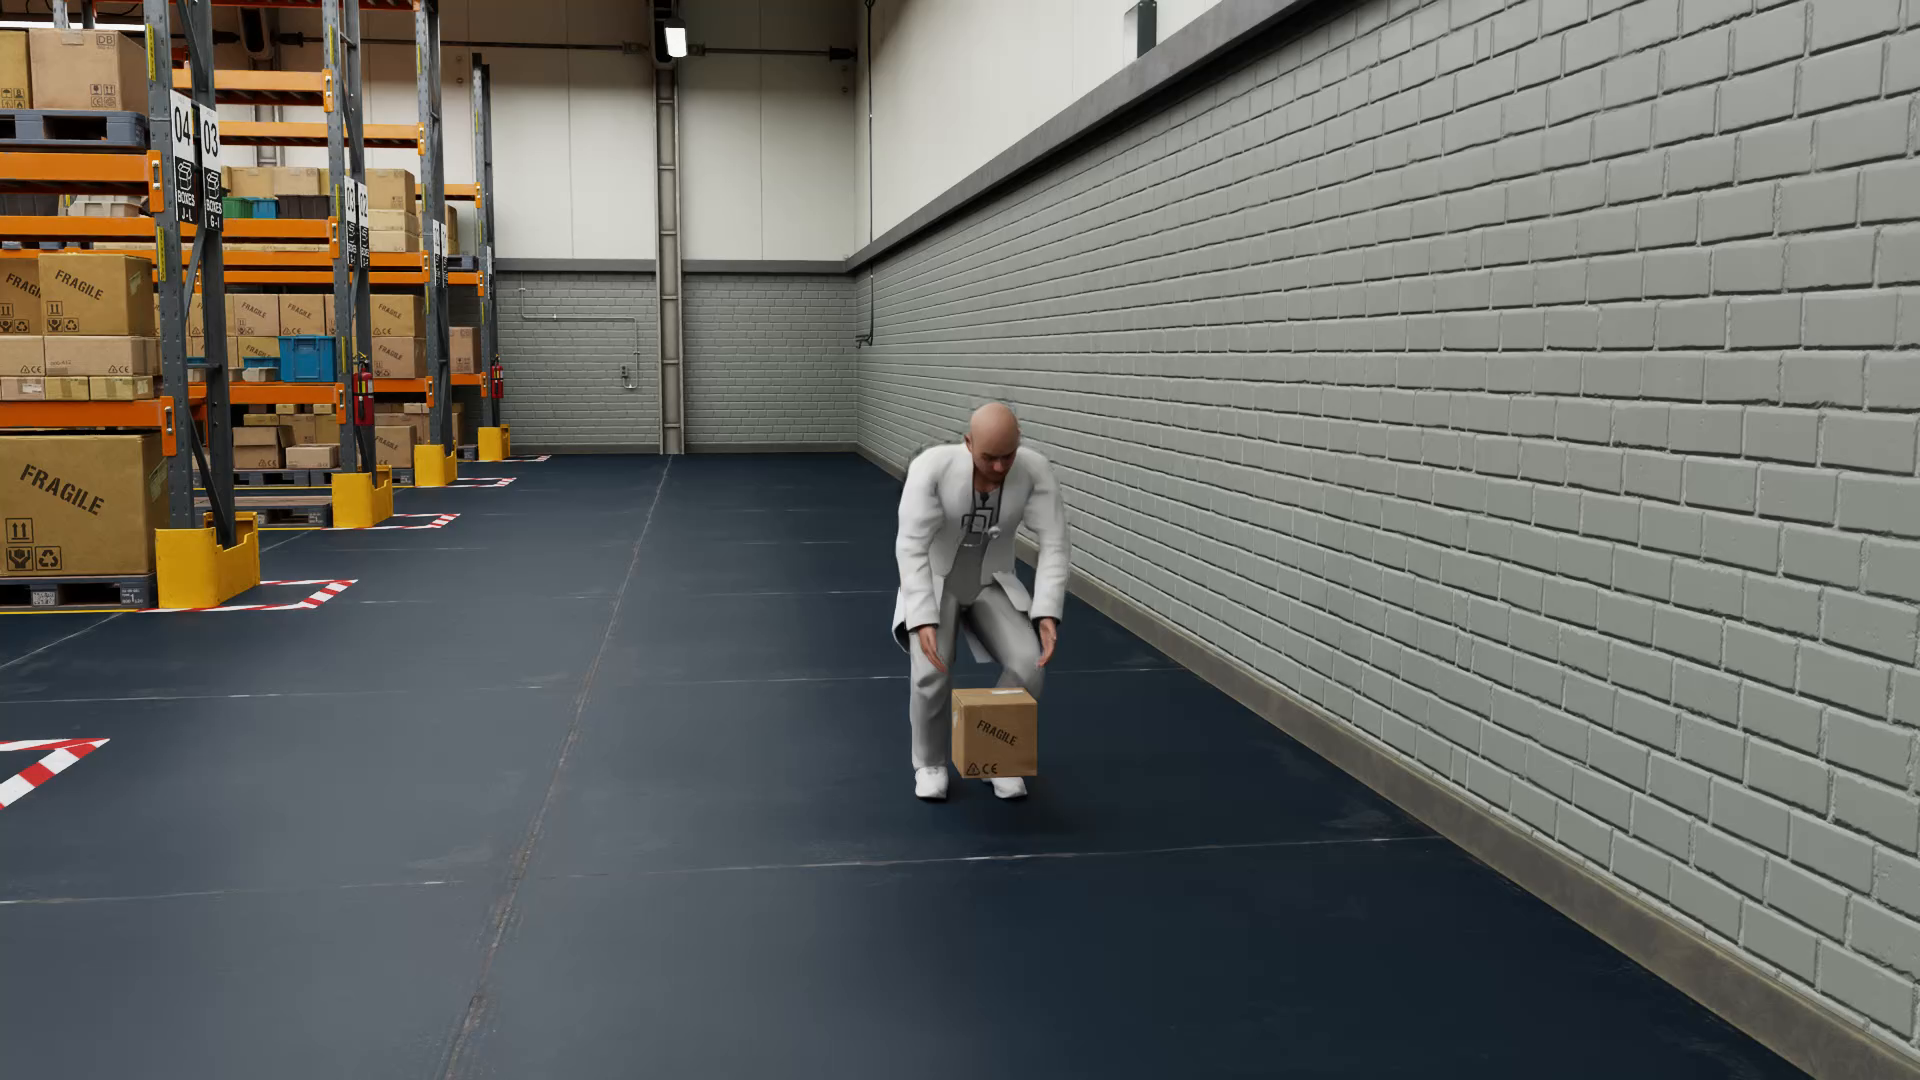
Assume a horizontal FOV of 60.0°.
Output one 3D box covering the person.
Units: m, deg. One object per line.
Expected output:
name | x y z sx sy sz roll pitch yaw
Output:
person | 0.067 0.211 5.991 0.632 1.425 0.717 -1 6 -9
